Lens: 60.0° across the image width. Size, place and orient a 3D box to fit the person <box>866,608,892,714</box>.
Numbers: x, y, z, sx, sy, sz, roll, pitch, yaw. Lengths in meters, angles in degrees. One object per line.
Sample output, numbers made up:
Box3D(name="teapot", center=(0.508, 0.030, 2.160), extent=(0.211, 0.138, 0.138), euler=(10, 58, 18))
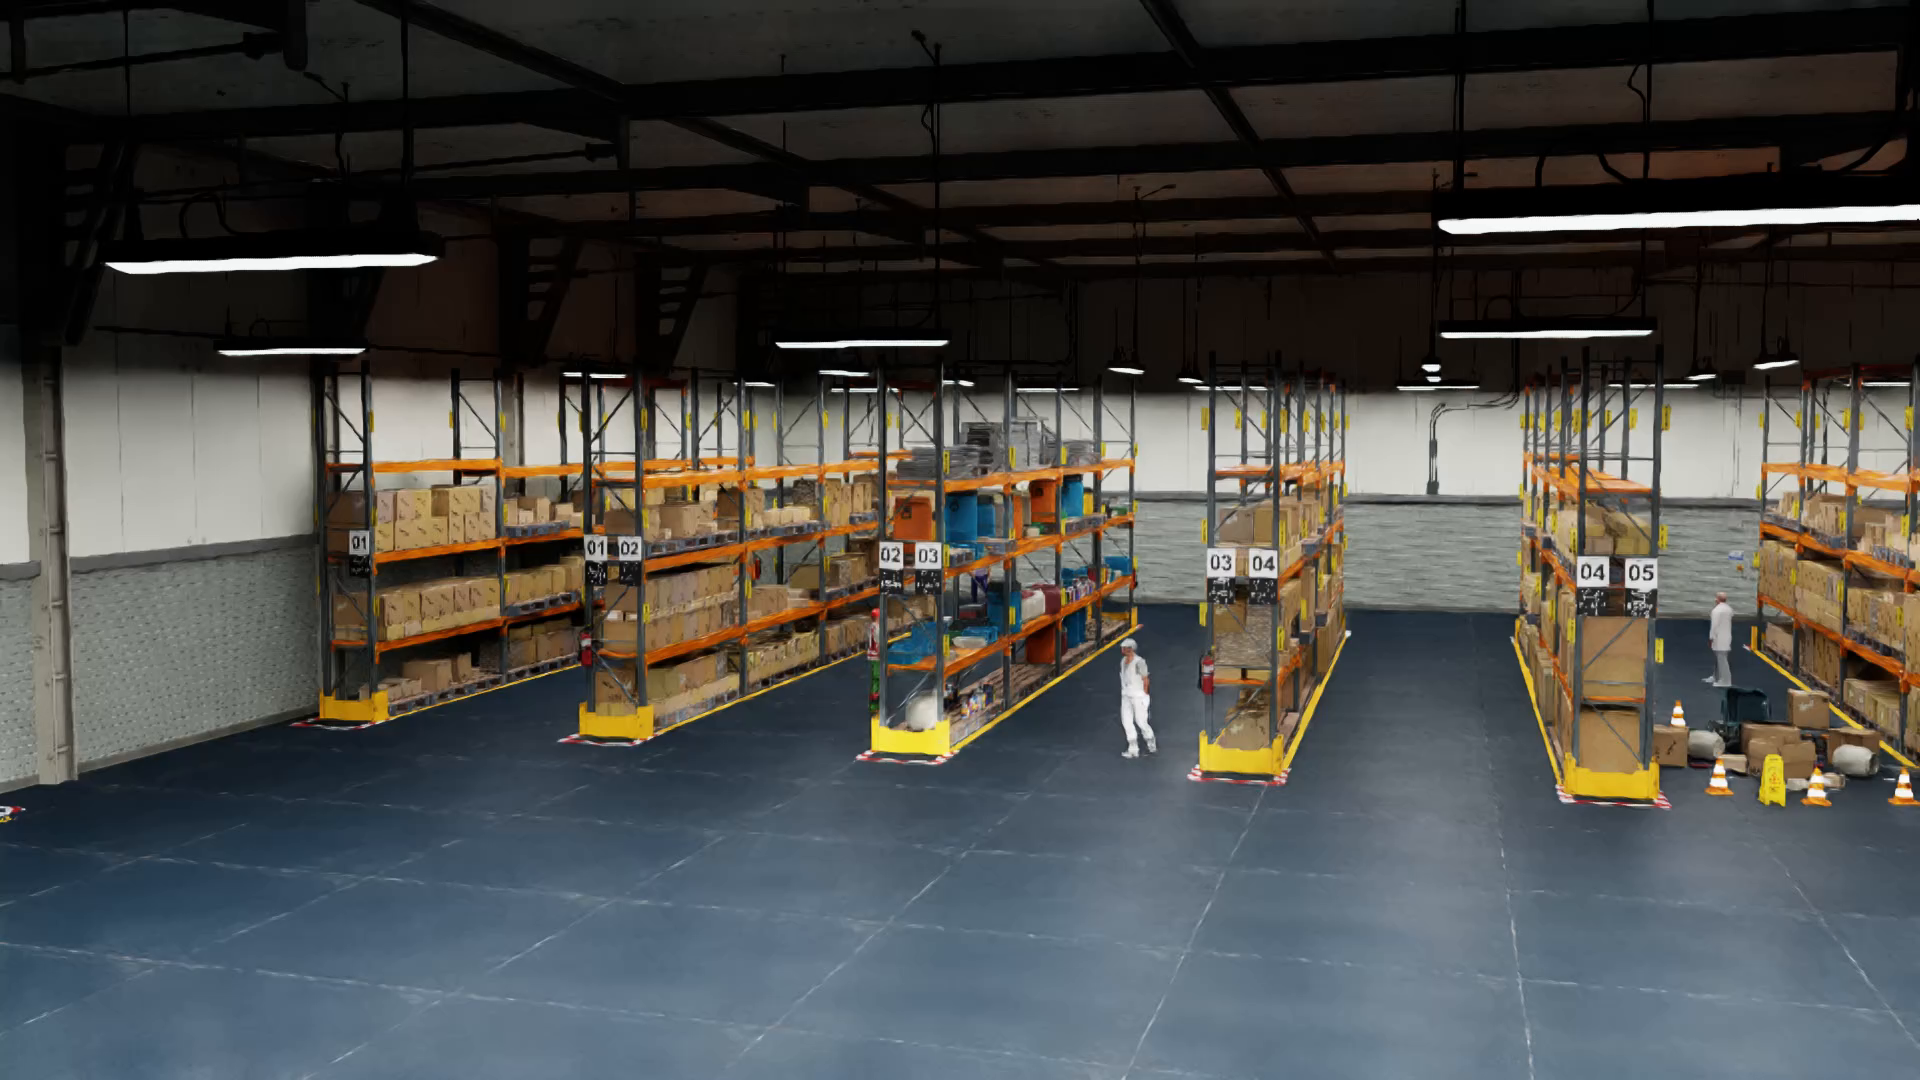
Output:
Box3D(name="person", center=(-1.378, 2.053, 28.507), extent=(0.442, 1.787, 0.600), euler=(-1, 4, -15))

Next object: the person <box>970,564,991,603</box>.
Box3D(name="person", center=(0.556, 1.043, 44.421), extent=(0.655, 1.556, 0.824), euler=(0, 4, -1))

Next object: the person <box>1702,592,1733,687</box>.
Box3D(name="person", center=(14.320, 1.854, 31.393), extent=(0.678, 1.773, 0.629), euler=(-4, 6, -44))

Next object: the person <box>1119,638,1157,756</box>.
Box3D(name="person", center=(2.663, 2.343, 24.885), extent=(0.580, 1.775, 0.584), euler=(-3, 5, -38))
